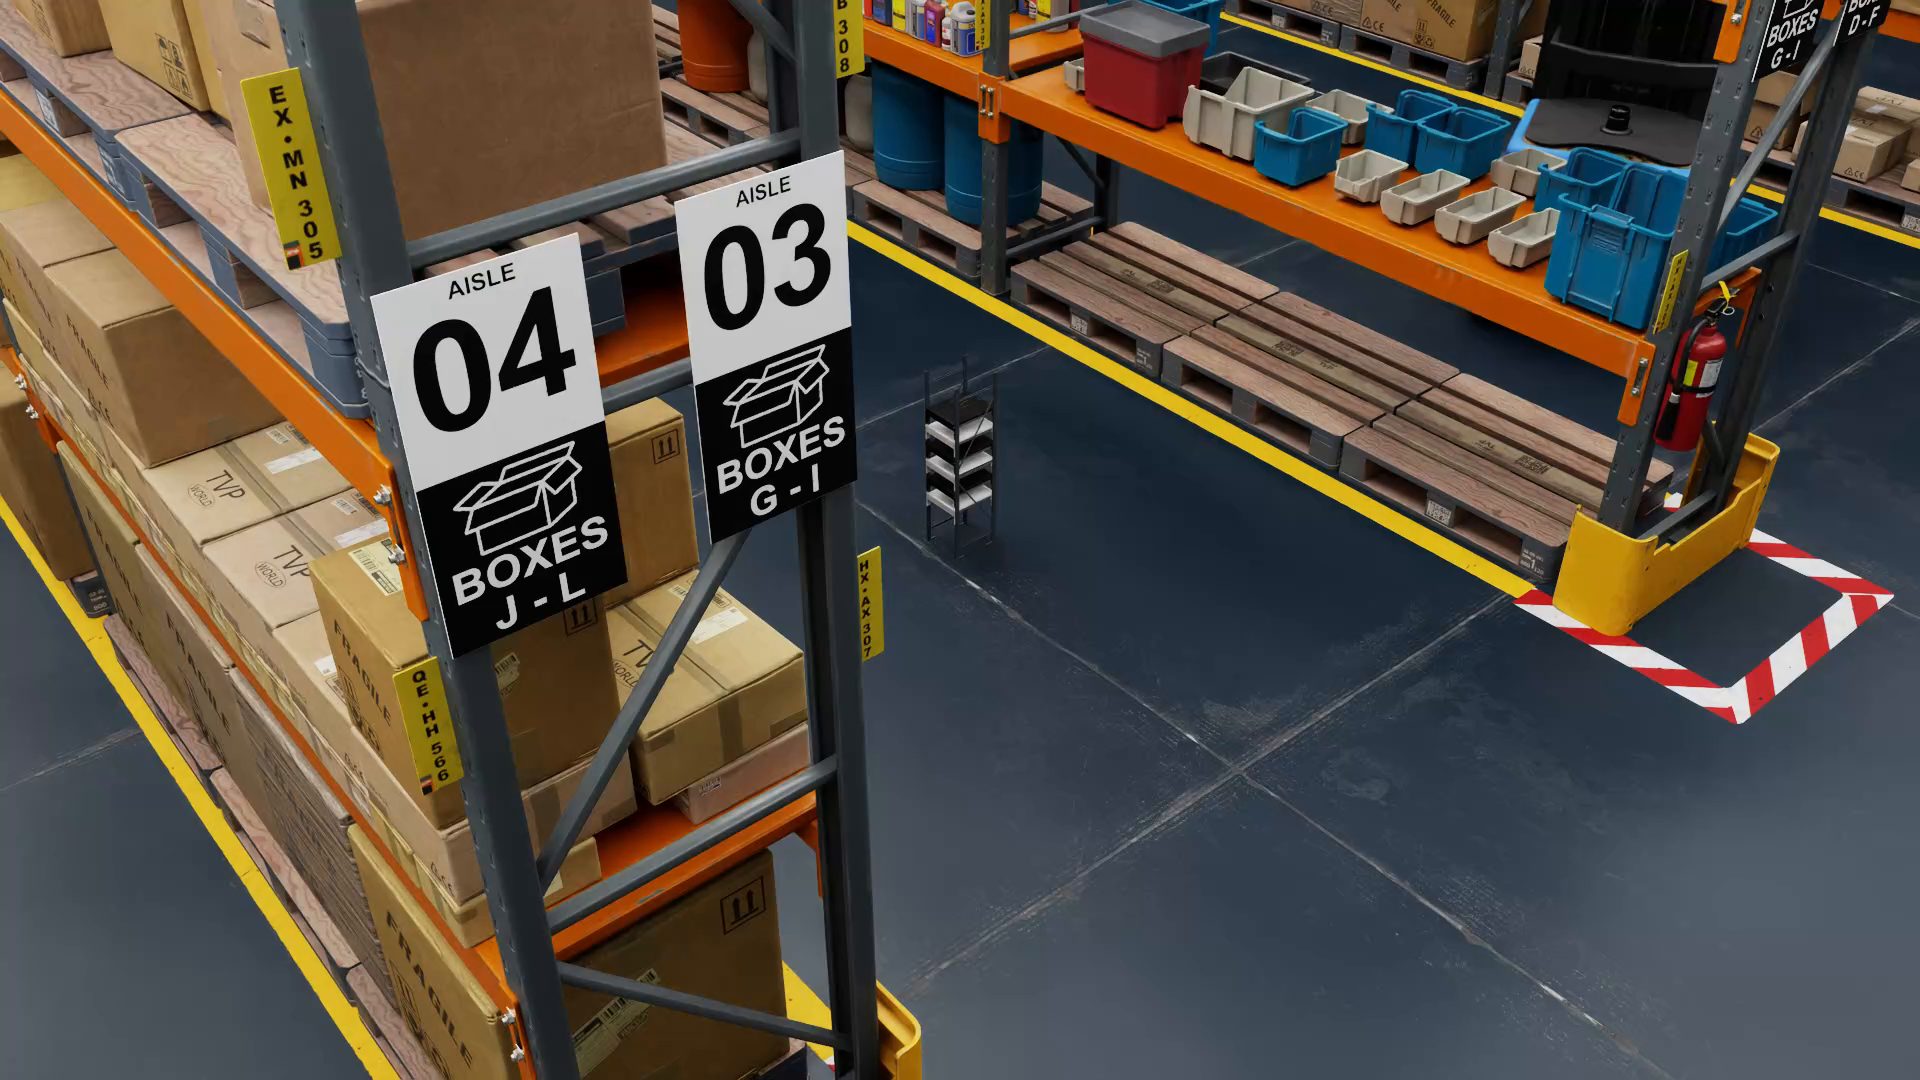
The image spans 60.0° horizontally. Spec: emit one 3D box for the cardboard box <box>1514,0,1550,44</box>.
[{"bbox_3d":[4.203,-4.167,12.820,0.500,0.500,0.500,-28,44,-34],"label":"cardboard box"}]

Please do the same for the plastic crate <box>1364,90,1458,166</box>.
[{"bbox_3d":[2.173,-1.993,8.062,0.416,0.233,0.300,-26,43,-32],"label":"plastic crate"}]

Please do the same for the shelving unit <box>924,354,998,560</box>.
[{"bbox_3d":[0.005,-0.364,7.485,0.258,0.900,0.210,-26,43,-32],"label":"shelving unit"}]

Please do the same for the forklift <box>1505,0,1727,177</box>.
[{"bbox_3d":[3.996,-3.088,9.574,1.130,2.935,3.031,15,38,20],"label":"forklift"}]

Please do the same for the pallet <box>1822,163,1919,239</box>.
[{"bbox_3d":[6.346,-2.184,10.652,1.003,0.211,1.213,-26,43,-32],"label":"pallet"}]

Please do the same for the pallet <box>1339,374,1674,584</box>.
[{"bbox_3d":[2.621,-0.332,8.036,1.003,0.211,1.213,-26,43,-32],"label":"pallet"}]

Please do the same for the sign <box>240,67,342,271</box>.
[{"bbox_3d":[-1.083,-0.601,2.710,0.100,0.325,0.005,-26,43,-32],"label":"sign"}]

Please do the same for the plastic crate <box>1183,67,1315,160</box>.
[{"bbox_3d":[1.387,-2.090,8.157,0.437,0.282,0.530,-26,43,-32],"label":"plastic crate"}]

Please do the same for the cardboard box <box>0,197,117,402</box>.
[{"bbox_3d":[-2.816,-0.849,5.577,0.500,0.500,0.500,-26,43,-32],"label":"cardboard box"}]

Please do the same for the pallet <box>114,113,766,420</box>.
[{"bbox_3d":[-1.147,-0.755,3.703,1.003,0.211,1.213,-26,43,-32],"label":"pallet"}]

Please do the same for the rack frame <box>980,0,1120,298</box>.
[{"bbox_3d":[0.542,-2.857,9.189,1.000,3.000,0.127,-26,43,-32],"label":"rack frame"}]

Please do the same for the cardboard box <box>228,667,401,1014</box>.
[{"bbox_3d":[-1.721,0.797,5.504,0.875,0.875,0.875,-26,43,-32],"label":"cardboard box"}]

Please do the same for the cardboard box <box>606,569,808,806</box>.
[{"bbox_3d":[-0.763,0.383,4.486,0.500,0.250,0.500,-27,43,-33],"label":"cardboard box"}]

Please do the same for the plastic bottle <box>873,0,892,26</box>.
[{"bbox_3d":[-0.420,-3.202,9.719,0.144,0.351,0.185,-26,43,-32],"label":"plastic bottle"}]

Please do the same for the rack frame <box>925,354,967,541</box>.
[{"bbox_3d":[-0.060,-0.409,7.548,0.240,0.900,0.006,-26,43,-32],"label":"rack frame"}]

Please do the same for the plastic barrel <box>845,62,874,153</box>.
[{"bbox_3d":[-0.549,-2.855,10.975,0.421,0.512,0.421,0,35,0],"label":"plastic barrel"}]

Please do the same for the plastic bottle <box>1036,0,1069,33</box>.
[{"bbox_3d":[0.537,-3.131,9.619,0.144,0.351,0.185,-26,43,-32],"label":"plastic bottle"}]

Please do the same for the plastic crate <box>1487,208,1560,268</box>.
[{"bbox_3d":[2.459,-1.301,7.167,0.396,0.136,0.243,-26,43,-32],"label":"plastic crate"}]

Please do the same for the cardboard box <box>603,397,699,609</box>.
[{"bbox_3d":[-1.086,-0.143,4.581,0.500,0.500,0.500,-27,43,-33],"label":"cardboard box"}]

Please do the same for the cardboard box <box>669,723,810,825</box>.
[{"bbox_3d":[-0.637,0.579,4.555,0.380,0.149,0.250,-25,43,-31],"label":"cardboard box"}]

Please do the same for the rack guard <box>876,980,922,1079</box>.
[{"bbox_3d":[-0.644,1.787,4.795,1.175,0.500,0.348,-26,43,-32],"label":"rack guard"}]

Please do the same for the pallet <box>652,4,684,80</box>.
[{"bbox_3d":[-2.509,-3.842,12.992,1.003,0.211,1.213,-26,43,-32],"label":"pallet"}]

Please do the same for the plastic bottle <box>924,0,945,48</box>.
[{"bbox_3d":[-0.143,-2.948,9.418,0.061,0.283,0.133,-26,43,-32],"label":"plastic bottle"}]

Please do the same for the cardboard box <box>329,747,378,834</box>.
[{"bbox_3d":[-1.472,0.598,4.527,0.380,0.149,0.250,-26,43,-32],"label":"cardboard box"}]

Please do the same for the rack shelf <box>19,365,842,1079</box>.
[{"bbox_3d":[-1.951,0.167,5.542,1.077,0.370,4.000,-26,43,-32],"label":"rack shelf"}]

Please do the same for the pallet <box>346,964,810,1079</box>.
[{"bbox_3d":[-1.236,1.570,5.350,1.003,0.211,1.213,-26,43,-32],"label":"pallet"}]

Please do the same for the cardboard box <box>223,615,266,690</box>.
[{"bbox_3d":[-1.969,0.260,5.006,0.380,0.149,0.250,-26,43,-32],"label":"cardboard box"}]

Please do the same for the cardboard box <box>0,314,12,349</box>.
[{"bbox_3d":[-3.752,-1.155,6.699,0.500,0.500,0.500,-26,43,-32],"label":"cardboard box"}]

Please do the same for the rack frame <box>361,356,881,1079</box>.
[{"bbox_3d":[-0.660,0.756,4.087,1.000,3.000,0.127,-26,43,-32],"label":"rack frame"}]

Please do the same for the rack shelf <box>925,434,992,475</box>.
[{"bbox_3d":[0.005,-0.410,7.452,0.258,0.077,0.200,-26,43,-32],"label":"rack shelf"}]

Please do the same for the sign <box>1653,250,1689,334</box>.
[{"bbox_3d":[2.714,-0.945,6.348,0.100,0.325,0.005,-26,43,-32],"label":"sign"}]

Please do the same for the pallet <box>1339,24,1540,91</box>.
[{"bbox_3d":[3.775,-3.910,13.088,1.003,0.211,1.213,-26,43,-32],"label":"pallet"}]

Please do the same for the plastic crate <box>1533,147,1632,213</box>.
[{"bbox_3d":[2.791,-1.570,7.464,0.416,0.233,0.300,-26,43,-32],"label":"plastic crate"}]

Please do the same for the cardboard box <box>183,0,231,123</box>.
[{"bbox_3d":[-1.307,-1.224,3.751,0.700,0.500,0.500,-28,44,-33],"label":"cardboard box"}]

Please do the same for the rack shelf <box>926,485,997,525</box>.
[{"bbox_3d":[0.005,-0.190,7.608,0.258,0.077,0.200,-26,43,-32],"label":"rack shelf"}]

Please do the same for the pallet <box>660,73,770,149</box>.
[{"bbox_3d":[-1.498,-3.153,12.019,1.003,0.211,1.213,-26,43,-32],"label":"pallet"}]

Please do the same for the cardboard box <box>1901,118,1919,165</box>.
[{"bbox_3d":[6.453,-2.561,10.769,0.500,0.250,0.500,-26,43,-32],"label":"cardboard box"}]

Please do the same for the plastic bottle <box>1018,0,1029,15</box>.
[{"bbox_3d":[0.394,-3.272,9.886,0.097,0.271,0.097,0,35,0],"label":"plastic bottle"}]

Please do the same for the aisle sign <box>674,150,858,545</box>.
[{"bbox_3d":[-0.384,-0.385,3.449,0.394,0.787,0.004,-26,43,-32],"label":"aisle sign"}]

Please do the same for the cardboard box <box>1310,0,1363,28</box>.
[{"bbox_3d":[3.155,-4.416,13.173,0.500,0.500,0.500,-25,43,-31],"label":"cardboard box"}]

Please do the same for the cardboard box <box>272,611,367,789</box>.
[{"bbox_3d":[-1.502,0.357,4.523,0.500,0.250,0.500,-27,43,-33],"label":"cardboard box"}]

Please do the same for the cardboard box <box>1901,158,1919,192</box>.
[{"bbox_3d":[6.178,-2.321,10.503,0.380,0.166,0.250,-26,43,-32],"label":"cardboard box"}]

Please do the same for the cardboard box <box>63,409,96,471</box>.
[{"bbox_3d":[-2.964,-0.421,5.966,0.380,0.149,0.250,-25,42,-30],"label":"cardboard box"}]

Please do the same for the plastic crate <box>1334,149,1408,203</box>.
[{"bbox_3d":[1.880,-1.672,7.691,0.298,0.136,0.250,-26,43,-32],"label":"plastic crate"}]

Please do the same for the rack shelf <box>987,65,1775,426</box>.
[{"bbox_3d":[1.833,-1.681,8.150,1.077,0.370,4.000,-26,43,-32],"label":"rack shelf"}]

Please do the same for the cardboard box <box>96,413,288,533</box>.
[{"bbox_3d":[-2.482,-0.317,5.475,0.500,0.250,0.500,-25,42,-31],"label":"cardboard box"}]

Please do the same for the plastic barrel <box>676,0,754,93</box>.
[{"bbox_3d":[-1.710,-3.699,11.892,0.600,0.830,0.708,-26,43,-32],"label":"plastic barrel"}]

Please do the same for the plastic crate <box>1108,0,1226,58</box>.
[{"bbox_3d":[1.104,-2.796,9.065,0.392,0.384,0.575,-26,43,-32],"label":"plastic crate"}]

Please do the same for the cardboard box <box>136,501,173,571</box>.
[{"bbox_3d":[-2.468,-0.081,5.486,0.380,0.149,0.250,-25,43,-31],"label":"cardboard box"}]
